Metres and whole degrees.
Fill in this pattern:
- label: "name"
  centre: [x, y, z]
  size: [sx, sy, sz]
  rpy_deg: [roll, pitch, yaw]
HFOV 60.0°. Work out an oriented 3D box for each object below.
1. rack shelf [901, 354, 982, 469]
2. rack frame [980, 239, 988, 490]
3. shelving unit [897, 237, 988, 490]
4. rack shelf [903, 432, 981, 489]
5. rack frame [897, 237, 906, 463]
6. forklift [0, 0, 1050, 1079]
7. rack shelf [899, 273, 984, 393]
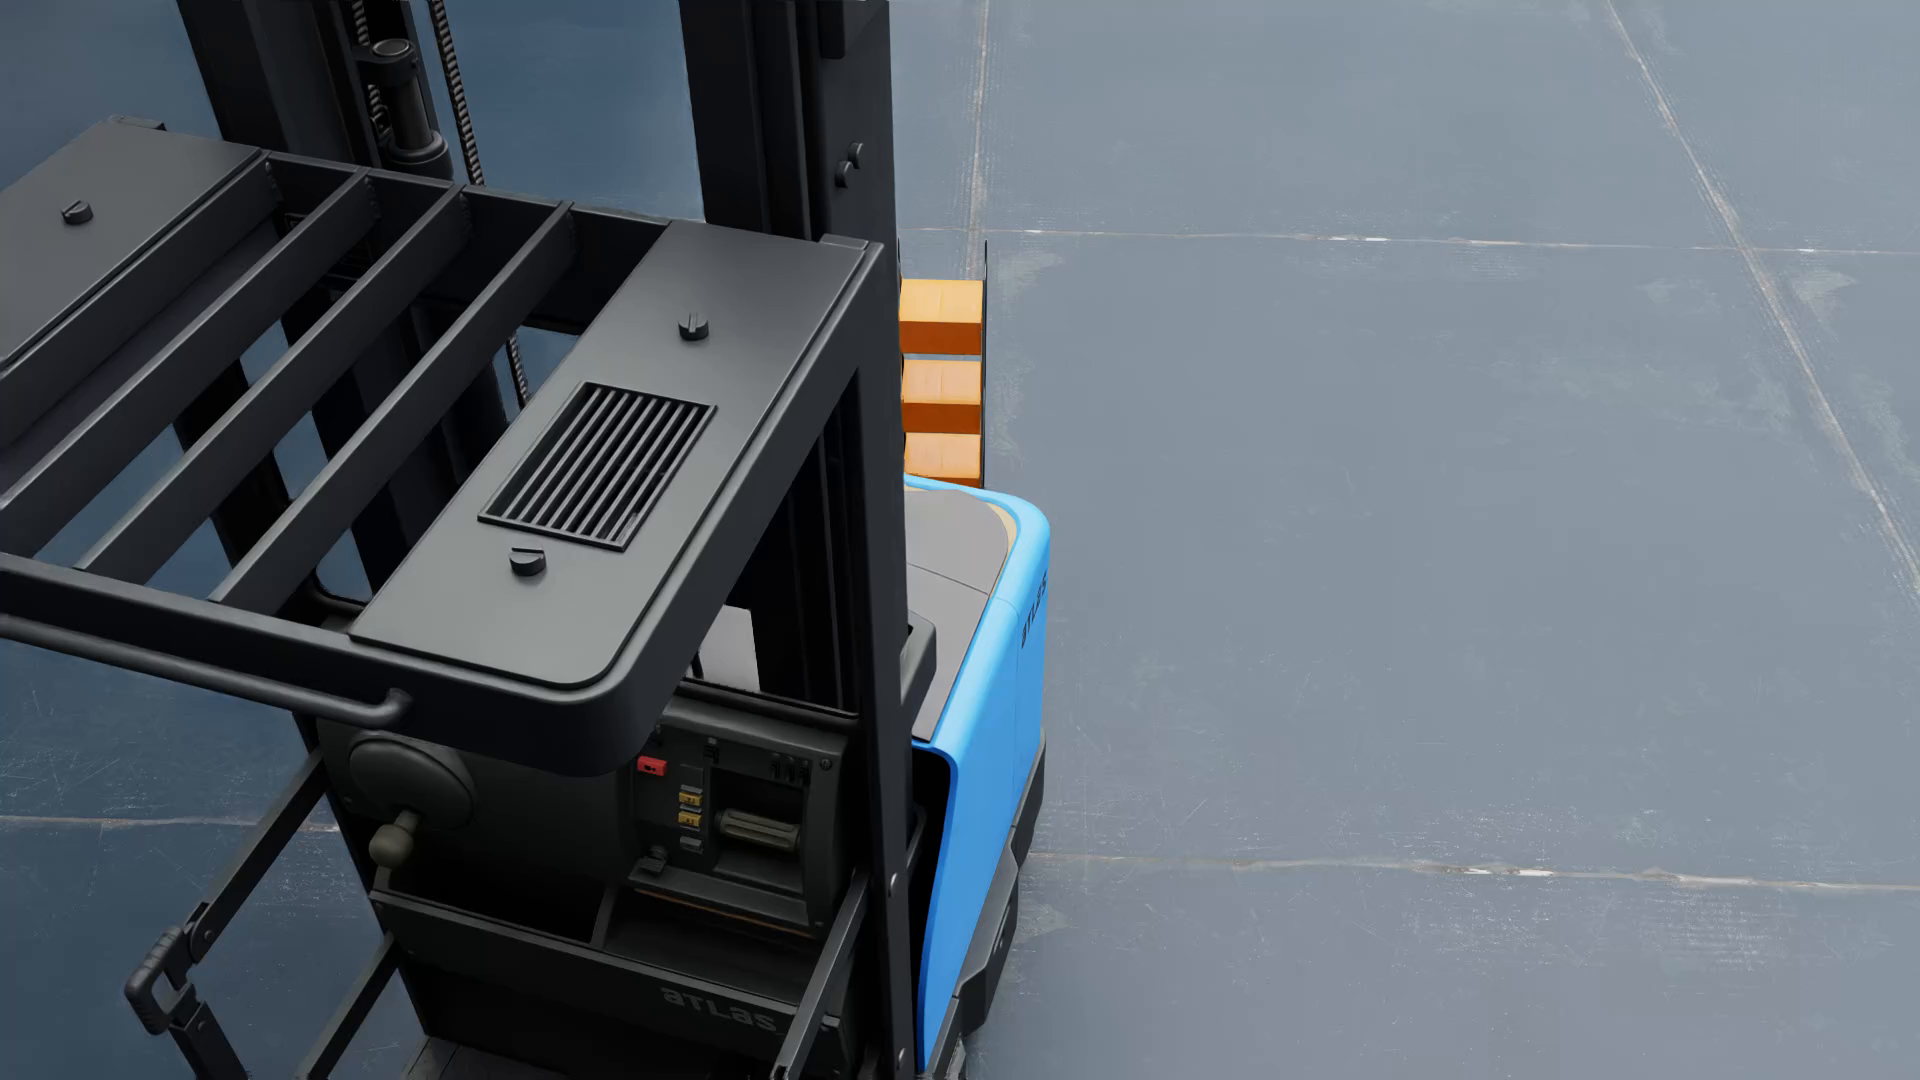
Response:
- label: "rack shelf"
  centre: [-0.053, -0.378, 4.901]
  size: [0.240, 0.259, 0.215]
  rpy_deg: [2, 43, 2]
- label: "rack frame"
  centre: [0.068, -0.382, 4.890]
  size: [0.008, 1.050, 0.200]
  rpy_deg: [2, 43, 2]
- label: "shelving unit"
  centre: [-0.053, -0.386, 4.894]
  size: [0.252, 1.050, 0.215]
  rpy_deg: [2, 43, 2]
- label: "rack shelf"
  centre: [-0.053, -0.175, 5.091]
  size: [0.240, 0.259, 0.215]
  rpy_deg: [2, 43, 2]
- label: "rack frame"
  centre: [-0.175, -0.390, 4.898]
  size: [0.008, 1.050, 0.200]
  rpy_deg: [2, 43, 2]
- label: "forklift"
  centre: [-0.696, 0.491, 2.572]
  size: [1.130, 2.935, 3.031]
  rpy_deg: [12, 44, 12]
- label: "rack shelf"
  centre: [-0.053, -0.586, 4.708]
  size: [0.240, 0.259, 0.215]
  rpy_deg: [2, 43, 2]
